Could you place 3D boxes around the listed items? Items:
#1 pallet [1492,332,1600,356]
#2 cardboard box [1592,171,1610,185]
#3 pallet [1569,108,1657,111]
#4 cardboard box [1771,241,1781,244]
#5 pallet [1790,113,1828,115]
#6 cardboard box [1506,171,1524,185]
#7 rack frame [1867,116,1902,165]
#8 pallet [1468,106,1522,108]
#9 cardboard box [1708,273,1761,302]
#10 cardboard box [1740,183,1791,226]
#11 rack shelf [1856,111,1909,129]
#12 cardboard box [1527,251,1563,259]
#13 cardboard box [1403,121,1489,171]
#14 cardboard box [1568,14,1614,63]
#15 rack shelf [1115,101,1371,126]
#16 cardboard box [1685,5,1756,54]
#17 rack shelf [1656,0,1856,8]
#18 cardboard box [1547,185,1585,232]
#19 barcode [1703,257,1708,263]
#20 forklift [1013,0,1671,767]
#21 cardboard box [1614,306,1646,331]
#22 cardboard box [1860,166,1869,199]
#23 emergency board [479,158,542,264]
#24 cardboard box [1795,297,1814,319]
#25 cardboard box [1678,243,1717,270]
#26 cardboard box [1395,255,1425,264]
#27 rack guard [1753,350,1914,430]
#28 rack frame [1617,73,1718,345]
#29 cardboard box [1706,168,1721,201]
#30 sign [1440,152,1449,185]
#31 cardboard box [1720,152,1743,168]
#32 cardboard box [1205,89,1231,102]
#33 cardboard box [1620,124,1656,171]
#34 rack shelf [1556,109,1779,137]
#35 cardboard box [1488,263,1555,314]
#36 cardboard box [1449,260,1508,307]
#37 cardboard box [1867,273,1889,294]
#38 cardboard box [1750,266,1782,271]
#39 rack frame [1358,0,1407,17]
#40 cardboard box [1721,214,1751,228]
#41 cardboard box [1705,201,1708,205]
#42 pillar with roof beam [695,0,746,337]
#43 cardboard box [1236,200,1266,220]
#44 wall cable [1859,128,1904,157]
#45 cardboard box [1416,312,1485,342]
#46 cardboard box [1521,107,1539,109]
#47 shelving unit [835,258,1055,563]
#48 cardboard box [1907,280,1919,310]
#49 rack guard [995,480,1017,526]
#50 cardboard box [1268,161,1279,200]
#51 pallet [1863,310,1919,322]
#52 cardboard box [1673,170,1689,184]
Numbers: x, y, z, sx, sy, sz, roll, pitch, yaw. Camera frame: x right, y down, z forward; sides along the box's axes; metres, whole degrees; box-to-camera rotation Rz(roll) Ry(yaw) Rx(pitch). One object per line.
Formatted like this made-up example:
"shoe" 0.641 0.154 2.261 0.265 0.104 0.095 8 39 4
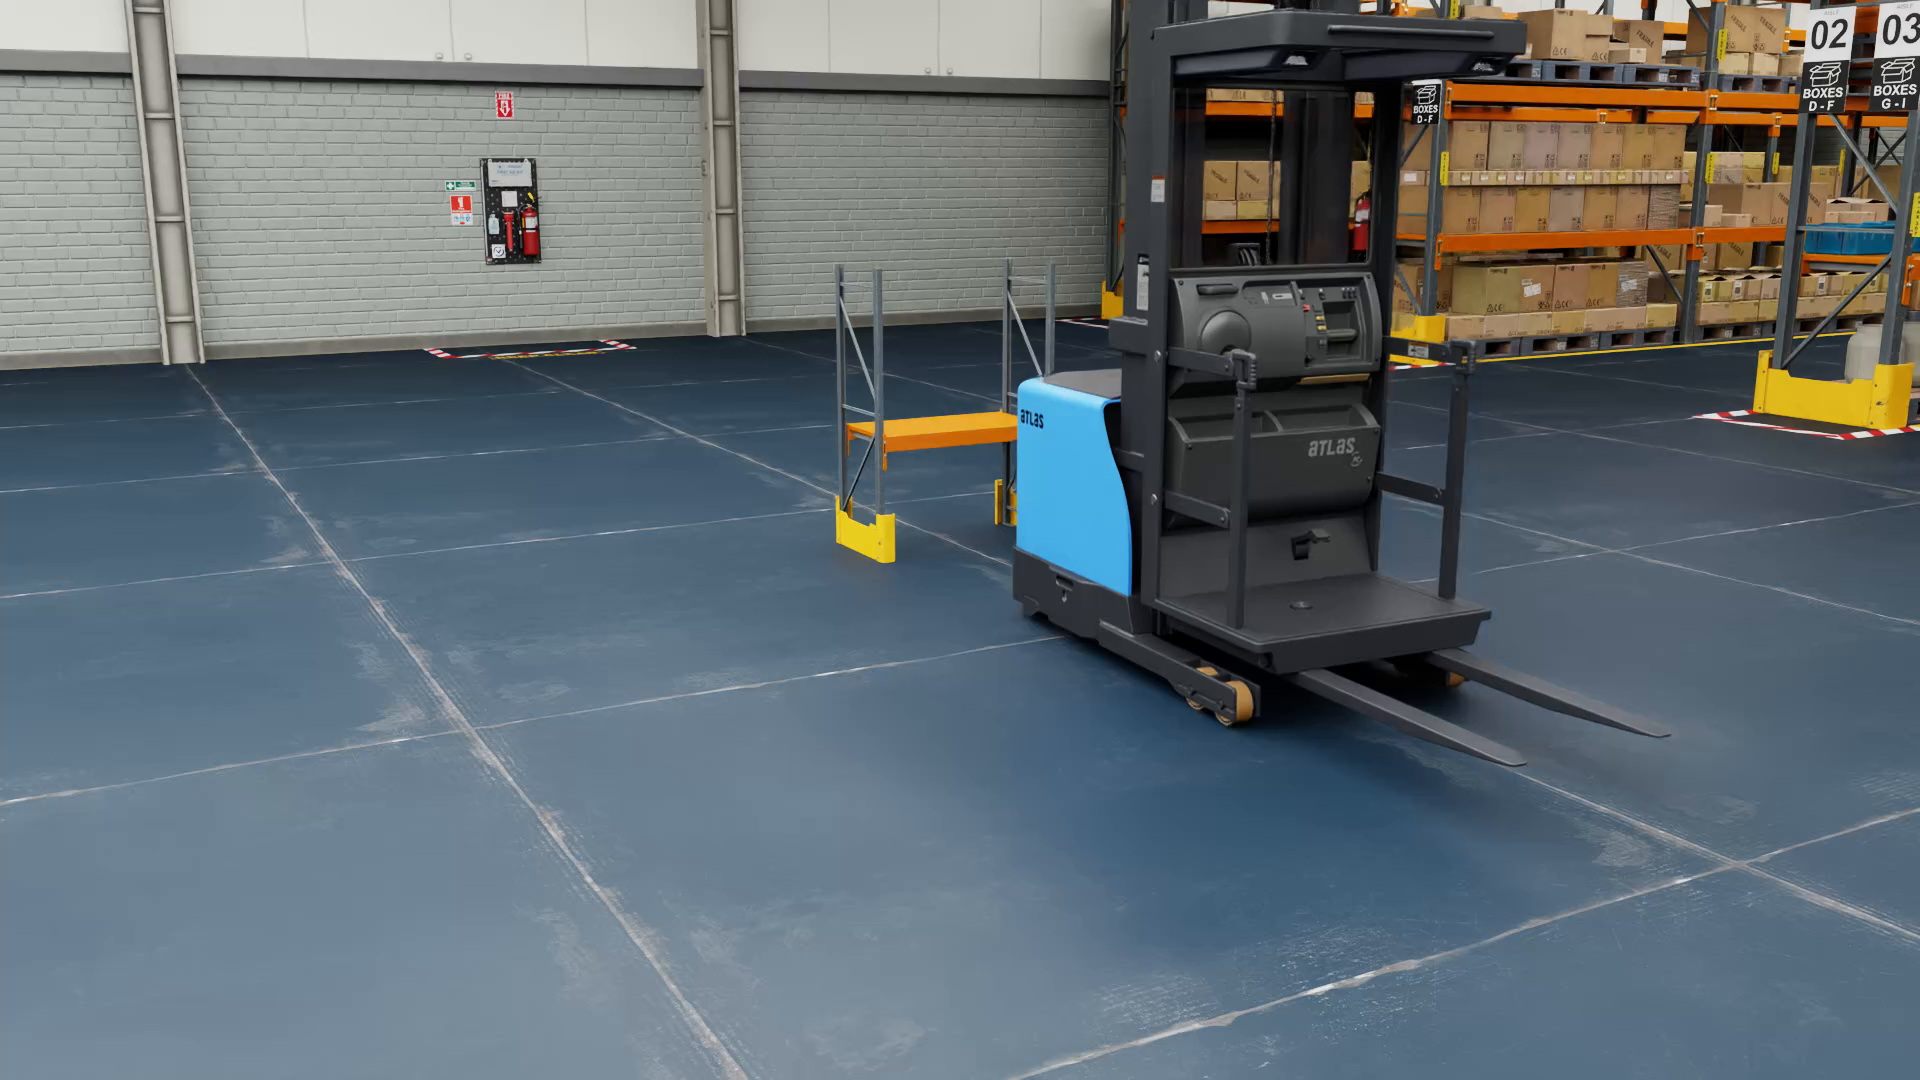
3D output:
"pallet" 6.334 -2.240 18.580 1.213 0.211 1.003 -7 14 -28
"cardboard box" 6.873 -3.967 18.199 0.250 0.149 0.380 -6 14 -26
"pallet" 9.798 -6.629 25.331 1.003 0.211 1.213 -6 14 -25
"cardboard box" 13.945 -5.068 28.056 0.250 0.149 0.380 -7 15 -30
"pallet" 14.562 -7.232 27.784 1.213 0.211 1.003 -7 14 -28
"cardboard box" 5.733 -3.829 17.588 0.250 0.149 0.380 -7 14 -29
"rack frame" 16.280 -6.021 29.033 0.127 3.000 1.000 -7 14 -28
"pallet" 7.249 -6.285 23.800 1.003 0.211 1.213 -7 14 -28
"cardboard box" 9.048 -2.989 19.587 0.500 0.311 0.500 -7 14 -29
"cardboard box" 9.708 -4.039 19.998 0.500 0.500 0.500 -7 14 -28
"rack shelf" 13.390 -5.548 21.738 4.000 0.370 1.077 -7 14 -28
"cardboard box" 8.651 -4.089 25.139 0.500 0.500 0.700 -7 14 -27
"cardboard box" 5.075 -4.118 17.392 0.500 0.500 0.700 -7 14 -28
"cardboard box" 6.618 -5.443 18.120 0.637 0.503 0.797 -5 14 -22
"rack shelf" 3.992 -5.661 22.239 4.000 0.370 1.077 -7 14 -28
"cardboard box" 8.684 -5.823 18.997 0.500 0.500 0.500 -7 14 -27
"rack shelf" 9.879 -6.396 19.583 4.000 0.370 1.077 -7 14 -28
"cardboard box" 6.386 -3.643 18.236 0.500 0.500 0.700 -6 14 -26
"barcode" 8.547 -3.215 19.067 0.075 0.075 0.001 -7 14 -28
"forklift" 1.331 -0.859 6.249 1.130 2.935 3.031 -6 14 -25
"cardboard box" 7.378 -2.527 18.810 0.500 0.250 0.500 -7 14 -28
"cardboard box" 15.204 -6.034 28.404 0.700 0.700 0.980 -7 14 -28
"emergency board" -5.018 -3.695 18.695 0.643 1.169 0.194 -7 14 -28
"cardboard box" 9.946 -2.825 20.135 0.500 0.250 0.500 -7 14 -27
"cardboard box" 11.482 -4.569 26.520 0.750 0.750 0.750 -6 14 -26
"cardboard box" 6.385 -3.835 24.008 0.500 0.500 0.700 -6 14 -26
"rack guard" 7.027 -1.227 13.421 0.348 0.500 1.175 -7 14 -28
"rack frame" 8.124 -3.805 19.184 0.127 3.000 1.000 -7 14 -28
"cardboard box" 11.597 -5.600 26.211 0.500 0.500 0.500 -7 14 -28
"sign" 4.874 -3.737 16.732 0.005 0.325 0.100 -7 14 -28
"cardboard box" 12.028 -6.020 26.367 0.500 0.250 0.500 -6 14 -27
"cardboard box" 3.138 -5.897 21.374 0.500 0.500 0.500 -6 14 -24
"cardboard box" 7.295 -4.385 18.580 0.500 0.500 0.700 -7 14 -28
"rack shelf" 11.014 -6.503 25.978 4.000 0.370 1.077 -7 14 -28
"cardboard box" 6.061 -2.735 18.028 0.500 0.500 0.500 -7 14 -28
"cardboard box" 5.812 -2.835 18.473 0.500 0.500 0.500 -7 14 -28
"cardboard box" 11.293 -3.260 20.792 0.500 0.311 0.500 -6 14 -26
"cardboard box" 10.129 -3.254 20.765 0.500 0.311 0.500 -7 15 -29
"rack frame" 5.747 -7.686 22.765 0.127 3.000 1.000 -7 14 -28
"cardboard box" 9.000 -3.736 19.450 0.250 0.149 0.380 -7 14 -28
"cardboard box" 11.699 -5.296 26.336 0.250 0.149 0.380 -7 14 -28
"pillar with roof beam" -0.768 -6.045 15.472 0.400 9.000 9.100 -7 14 -28
"cardboard box" 3.716 -4.375 22.012 0.500 0.250 0.500 -7 15 -29
"wall cable" 16.951 -6.834 30.330 1.851 1.984 0.084 -7 14 -28
"cardboard box" 5.190 -2.261 17.630 0.500 0.250 0.500 -7 14 -28
"cardboard box" 8.076 -6.585 24.424 0.637 0.503 0.797 -5 14 -20
"shelving unit" -0.067 -0.724 8.909 1.083 1.500 0.587 -7 14 -28
"cardboard box" 12.171 -3.214 21.248 0.500 0.500 0.500 -6 14 -25
"rack guard" 0.370 -0.166 9.279 0.087 0.250 0.587 -7 14 -28
"cardboard box" 4.142 -4.793 22.162 0.500 0.500 0.500 -6 14 -26
"pallet" 12.308 -2.936 21.676 1.213 0.211 1.003 -7 14 -28
"cardboard box" 7.988 -4.100 18.791 0.250 0.149 0.380 -7 14 -28
